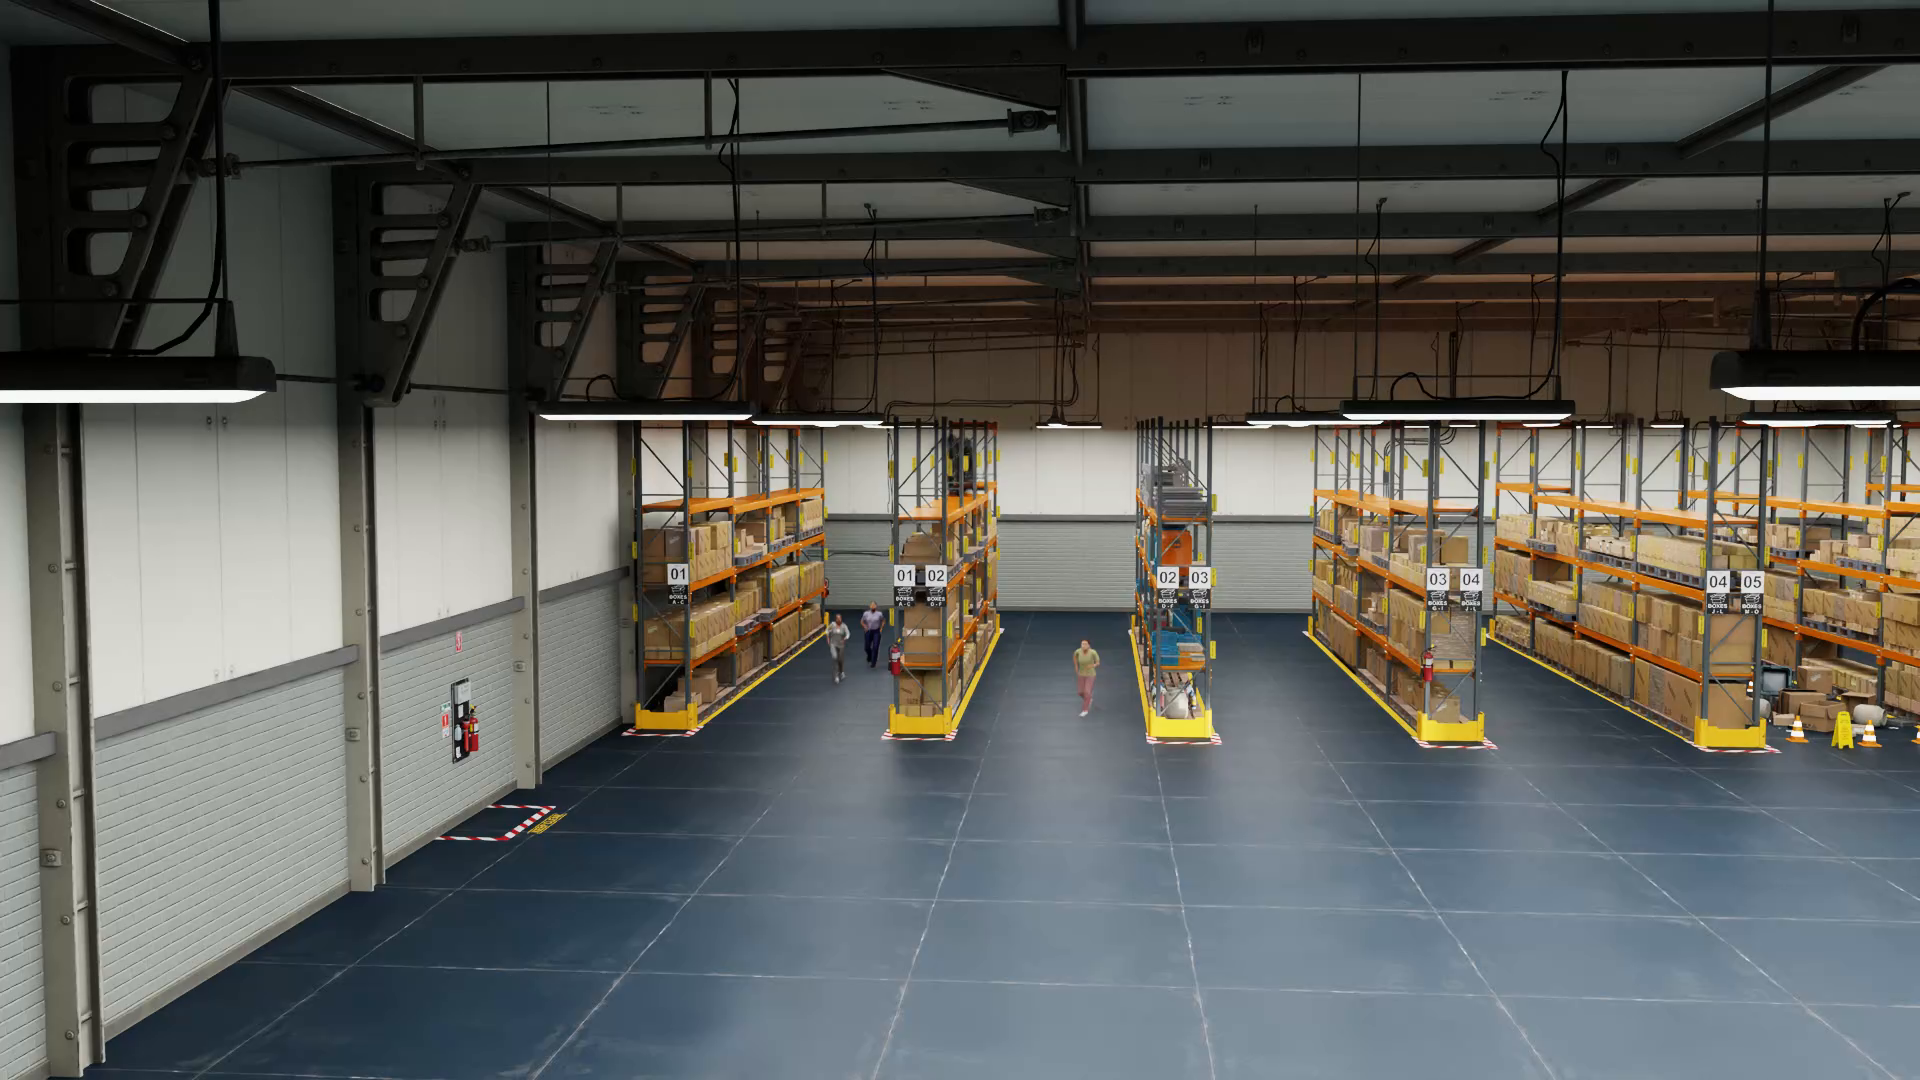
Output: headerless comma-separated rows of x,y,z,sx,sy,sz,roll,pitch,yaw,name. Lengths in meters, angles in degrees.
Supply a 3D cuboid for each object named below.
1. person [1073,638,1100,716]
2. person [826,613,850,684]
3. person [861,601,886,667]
2.530,2.754,33.442,0.570,1.597,0.669,1,4,13,person
-2.791,2.451,38.054,0.566,1.589,0.841,0,4,-5,person
-2.110,2.282,40.475,0.595,1.601,0.561,0,4,0,person
